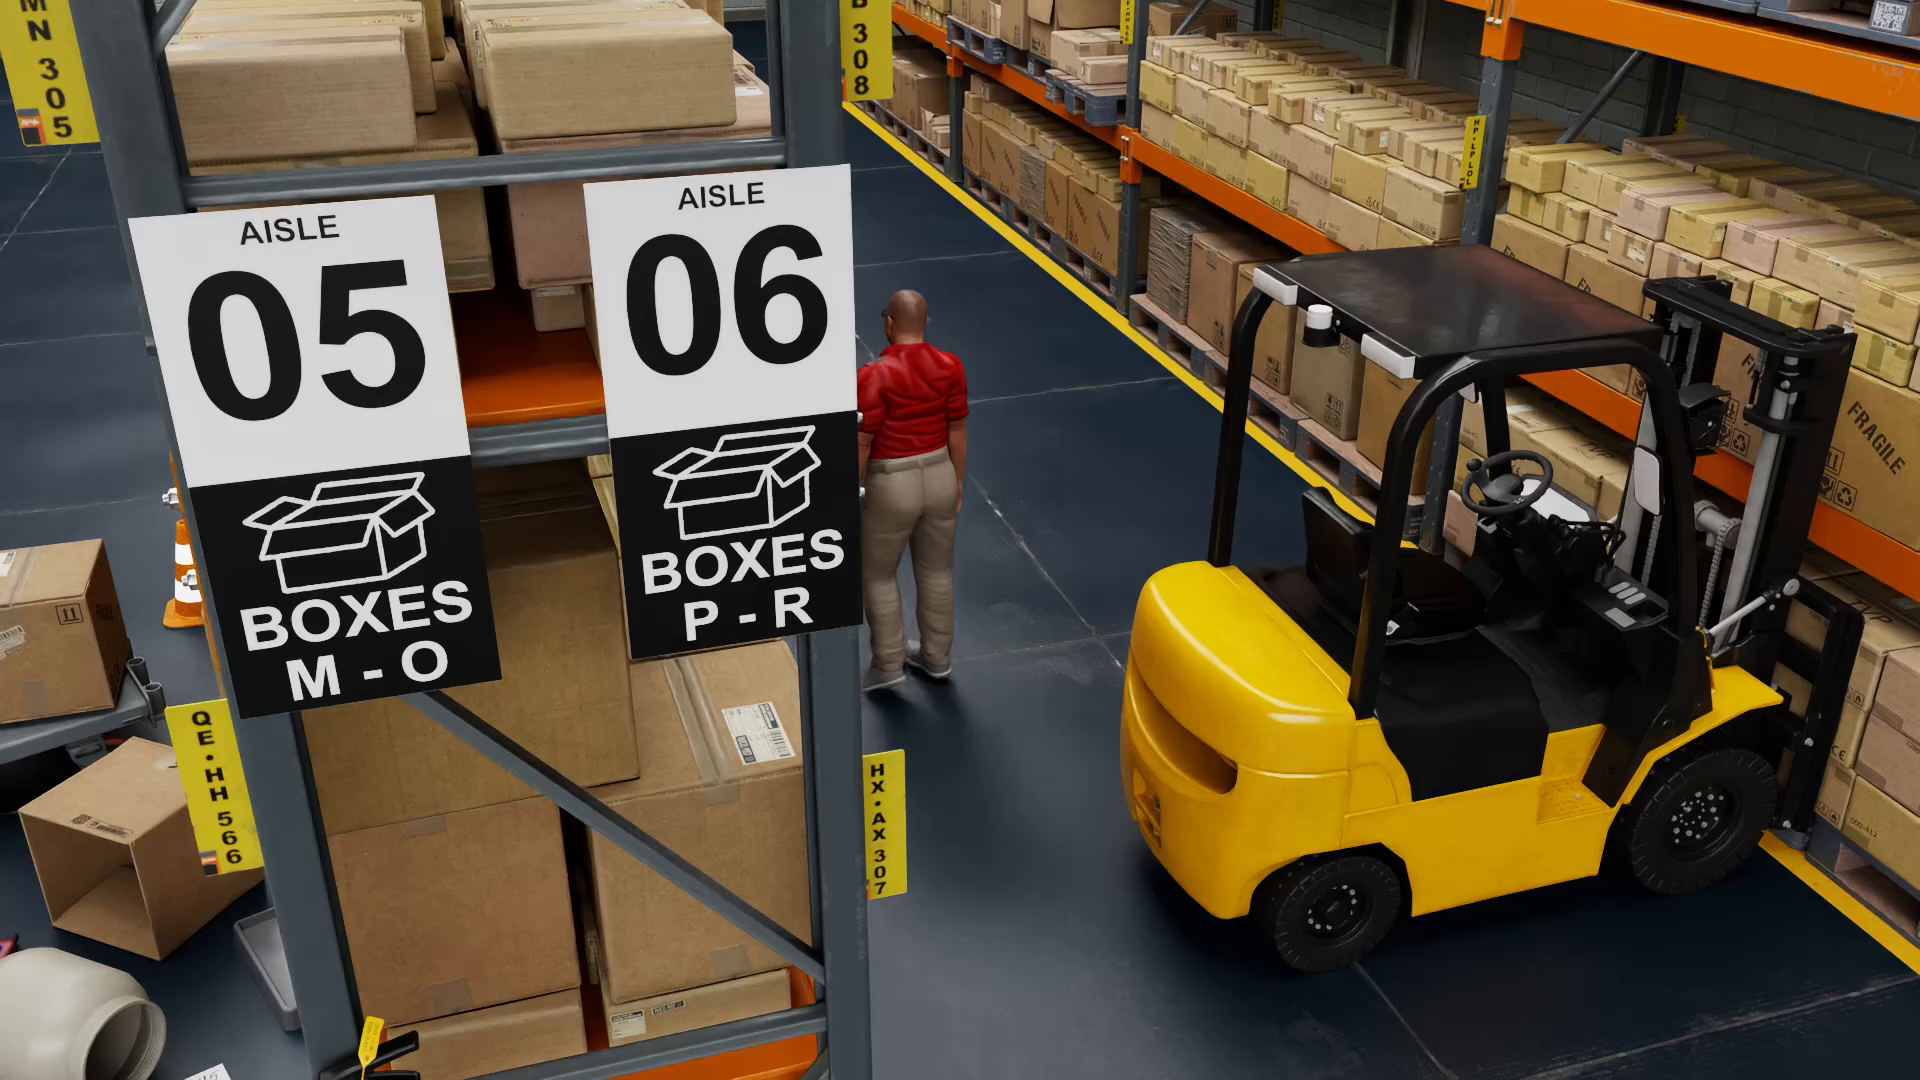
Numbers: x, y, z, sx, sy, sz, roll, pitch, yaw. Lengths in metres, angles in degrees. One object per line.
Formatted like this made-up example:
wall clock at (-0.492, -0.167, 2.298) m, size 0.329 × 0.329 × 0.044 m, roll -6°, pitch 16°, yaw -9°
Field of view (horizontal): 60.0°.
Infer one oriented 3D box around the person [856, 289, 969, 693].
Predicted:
person at (-0.234, -0.177, 7.019) m, size 0.581 × 1.787 × 0.378 m, roll -14°, pitch 29°, yaw -26°
